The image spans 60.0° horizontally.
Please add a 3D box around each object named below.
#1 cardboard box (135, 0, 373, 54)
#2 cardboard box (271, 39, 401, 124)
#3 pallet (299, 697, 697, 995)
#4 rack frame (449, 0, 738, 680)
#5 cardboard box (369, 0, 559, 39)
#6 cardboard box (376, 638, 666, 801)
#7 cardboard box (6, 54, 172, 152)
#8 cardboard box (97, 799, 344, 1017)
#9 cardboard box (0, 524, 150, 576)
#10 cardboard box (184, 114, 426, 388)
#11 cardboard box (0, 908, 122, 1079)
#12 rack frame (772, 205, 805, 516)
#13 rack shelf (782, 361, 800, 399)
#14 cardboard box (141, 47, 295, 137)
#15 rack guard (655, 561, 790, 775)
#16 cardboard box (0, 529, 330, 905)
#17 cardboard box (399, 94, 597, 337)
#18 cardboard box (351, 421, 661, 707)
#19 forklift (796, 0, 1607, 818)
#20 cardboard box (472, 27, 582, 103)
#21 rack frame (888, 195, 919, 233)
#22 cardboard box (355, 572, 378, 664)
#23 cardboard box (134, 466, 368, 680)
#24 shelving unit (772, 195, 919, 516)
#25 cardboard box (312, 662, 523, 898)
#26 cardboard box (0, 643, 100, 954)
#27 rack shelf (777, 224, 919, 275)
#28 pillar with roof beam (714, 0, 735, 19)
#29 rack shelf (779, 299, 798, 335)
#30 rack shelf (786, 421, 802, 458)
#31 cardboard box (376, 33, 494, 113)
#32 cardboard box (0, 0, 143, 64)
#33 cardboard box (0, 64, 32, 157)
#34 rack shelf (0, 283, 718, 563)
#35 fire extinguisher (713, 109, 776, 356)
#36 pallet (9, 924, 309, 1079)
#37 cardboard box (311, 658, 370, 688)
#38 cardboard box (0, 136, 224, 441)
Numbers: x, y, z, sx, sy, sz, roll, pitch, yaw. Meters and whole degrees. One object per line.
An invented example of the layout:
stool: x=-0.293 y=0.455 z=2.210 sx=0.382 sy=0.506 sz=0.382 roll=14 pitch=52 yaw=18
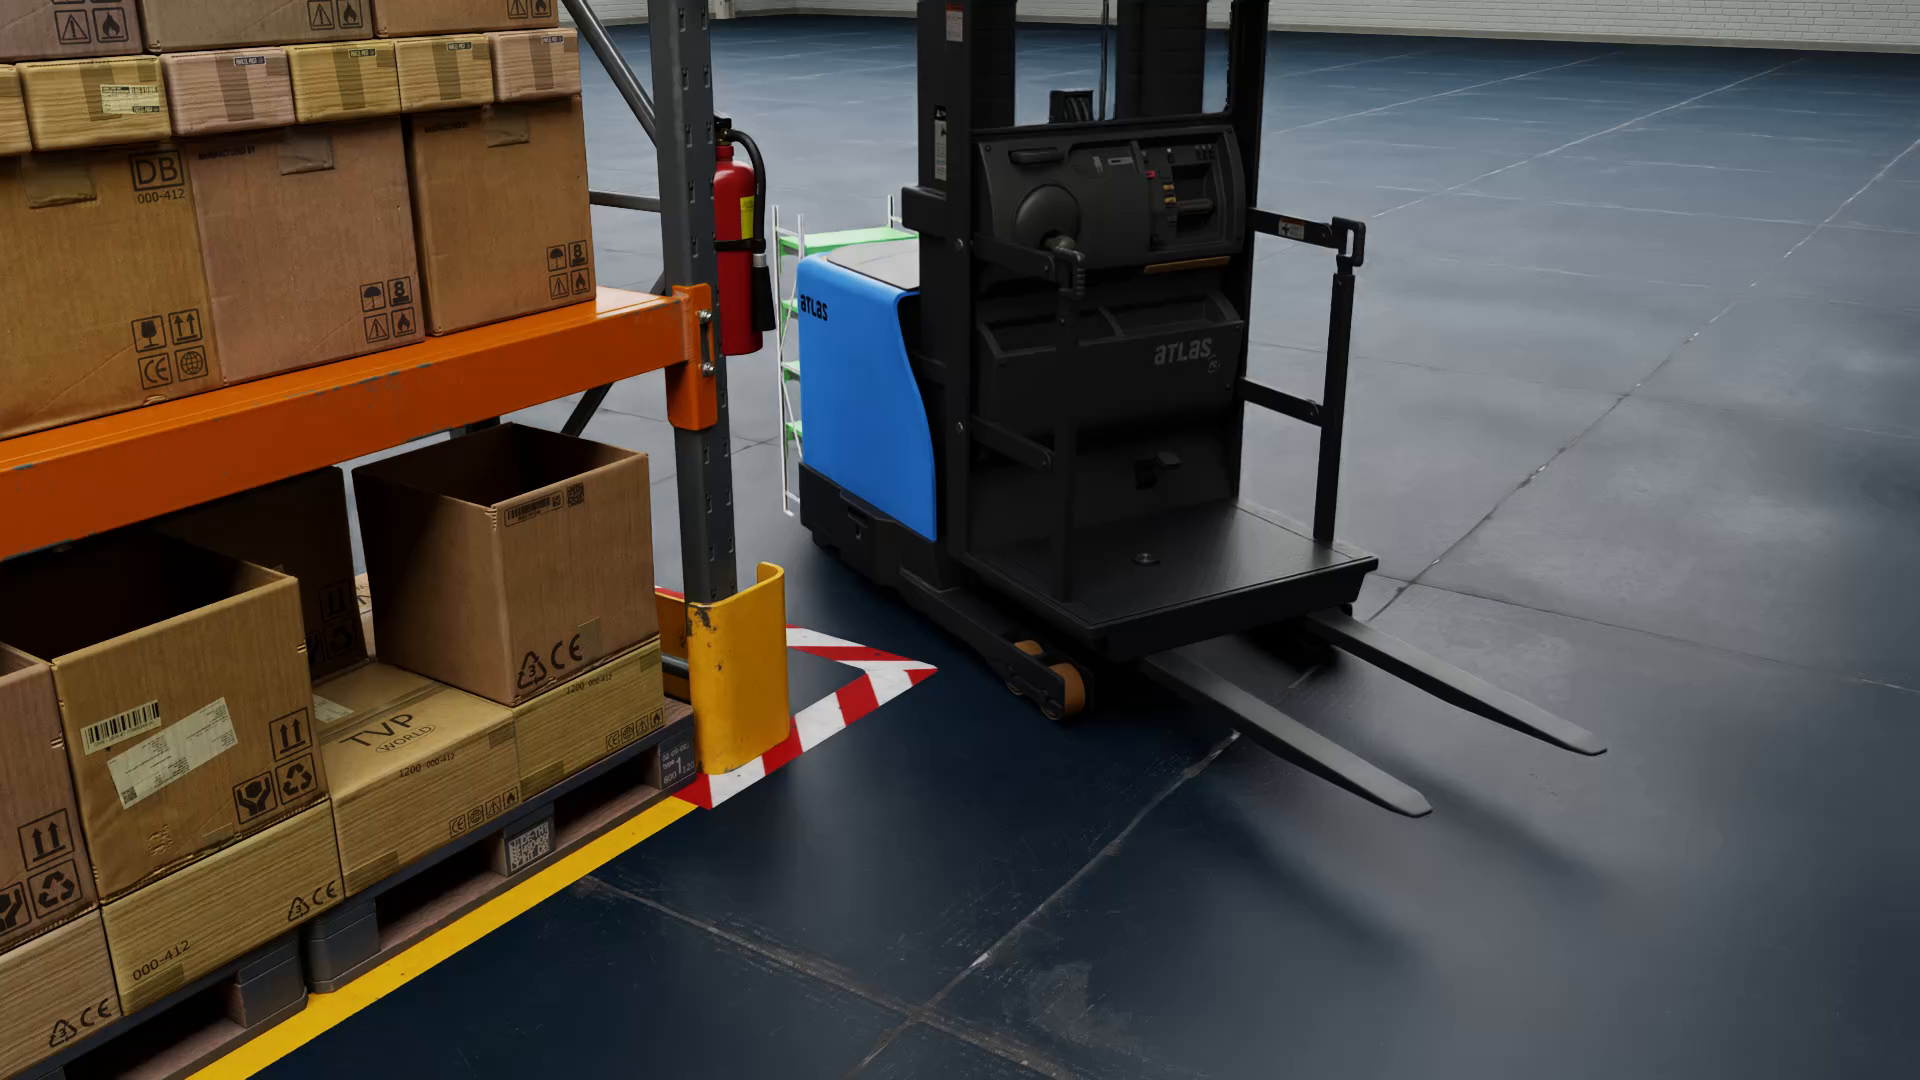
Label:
cardboard box: x=-1.648 y=-1.270 z=3.362 sx=0.700 sy=0.500 sz=0.500 roll=13 pitch=24 yaw=30
cardboard box: x=-1.401 y=-0.969 z=3.482 sx=0.380 sy=0.149 sz=0.250 roll=13 pitch=24 yaw=31
pallet: x=-1.449 y=0.622 z=4.280 sx=1.003 sy=0.211 sz=1.213 roll=13 pitch=24 yaw=32
rack frame: x=-1.054 y=-0.914 z=4.411 sx=1.000 sy=3.000 sz=0.127 roll=13 pitch=24 yaw=32
cardboard box: x=-1.357 y=-1.422 z=3.772 sx=0.700 sy=0.500 sz=0.500 roll=13 pitch=24 yaw=32
cardboard box: x=-1.111 y=0.390 z=4.244 sx=0.500 sy=0.250 sz=0.500 roll=13 pitch=24 yaw=32
cardboard box: x=-1.691 y=-0.822 z=3.085 sx=0.380 sy=0.149 sz=0.250 roll=14 pitch=25 yaw=33
cardboard box: x=-1.662 y=0.680 z=3.461 sx=0.500 sy=0.250 sz=0.500 roll=13 pitch=24 yaw=32
cardboard box: x=-2.089 y=0.228 z=3.603 sx=0.500 sy=0.500 sz=0.500 roll=13 pitch=24 yaw=32
cardboard box: x=-1.618 y=-0.678 z=3.629 sx=0.700 sy=0.500 sz=0.500 roll=14 pitch=24 yaw=33
cardboard box: x=-1.944 y=0.823 z=3.074 sx=0.500 sy=0.250 sz=0.500 roll=13 pitch=24 yaw=32
rack frame: x=-0.628 y=-0.640 z=6.265 sx=0.015 sy=1.200 sz=0.240 roll=-12 pitch=23 yaw=-29
rack shelf: x=-0.419 y=-0.623 z=6.405 sx=0.480 sy=0.148 sz=0.258 roll=-12 pitch=23 yaw=-29
cardboard box: x=-1.544 y=-0.897 z=3.288 sx=0.380 sy=0.149 sz=0.250 roll=14 pitch=24 yaw=33
rack guard: x=-1.041 y=0.252 z=4.864 sx=1.175 sy=0.500 sz=0.348 roll=13 pitch=24 yaw=32
cardboard box: x=-1.659 y=0.329 z=3.329 sx=0.500 sy=0.500 sz=0.500 roll=13 pitch=24 yaw=32
cardboard box: x=-1.327 y=-0.829 z=4.039 sx=0.700 sy=0.500 sz=0.500 roll=13 pitch=24 yaw=32
cardboard box: x=-1.109 y=0.039 z=4.113 sx=0.500 sy=0.500 sz=0.500 roll=13 pitch=24 yaw=32
forklift: x=0.582 y=-1.032 z=4.829 sx=1.130 sy=2.935 sz=3.031 roll=-12 pitch=23 yaw=-28
cardboard box: x=-1.111 y=-1.118 z=3.885 sx=0.380 sy=0.149 sz=0.250 roll=13 pitch=24 yaw=31
rack frame: x=-0.210 y=-0.727 z=6.500 sx=0.015 sy=1.200 sz=0.240 roll=-12 pitch=23 yaw=-29
cardboard box: x=-1.540 y=0.289 z=4.517 sx=0.500 sy=0.250 sz=0.500 roll=13 pitch=24 yaw=32
cardboard box: x=-1.819 y=0.082 z=3.998 sx=0.500 sy=0.500 sz=0.500 roll=13 pitch=24 yaw=32
shelving unit: x=-0.419 y=-0.683 z=6.382 sx=0.503 sy=1.200 sz=0.258 roll=-12 pitch=23 yaw=-29
cardboard box: x=-1.382 y=0.536 z=3.850 sx=0.500 sy=0.250 sz=0.500 roll=13 pitch=24 yaw=32
cardboard box: x=-1.942 y=0.472 z=2.942 sx=0.500 sy=0.500 sz=0.500 roll=13 pitch=24 yaw=32
rack shelf: x=-0.419 y=-1.073 z=6.238 sx=0.480 sy=0.148 sz=0.258 roll=-12 pitch=23 yaw=-29
pillar with roof beam: x=-2.260 y=-16.304 z=37.371 sx=9.100 sy=9.000 sz=0.400 roll=13 pitch=24 yaw=32
rack shelf: x=-0.419 y=-0.848 z=6.321 sx=0.480 sy=0.148 sz=0.258 roll=-12 pitch=23 yaw=-29
rack shelf: x=-0.419 y=-0.398 z=6.488 sx=0.480 sy=0.148 sz=0.258 roll=-12 pitch=23 yaw=-29
cardboard box: x=-1.257 y=-1.043 z=3.681 sx=0.380 sy=0.149 sz=0.250 roll=14 pitch=24 yaw=33
cardboard box: x=-1.931 y=-1.126 z=2.970 sx=0.700 sy=0.500 sz=0.500 roll=13 pitch=24 yaw=32
cardboard box: x=-1.838 y=-0.746 z=2.879 sx=0.380 sy=0.149 sz=0.250 roll=14 pitch=25 yaw=33
rack shelf: x=-2.178 y=-0.002 z=2.985 sx=1.077 sy=0.370 sz=4.000 roll=13 pitch=24 yaw=32
fire extinguisher: x=-0.603 y=-0.821 z=4.272 sx=0.296 sy=0.674 sz=0.183 roll=13 pitch=24 yaw=32
pallet: x=-2.136 y=0.970 z=3.337 sx=1.003 sy=0.211 sz=1.213 roll=13 pitch=24 yaw=32
cardboard box: x=-1.818 y=0.434 z=4.127 sx=0.500 sy=0.250 sz=0.500 roll=13 pitch=24 yaw=32
cardboard box: x=-1.902 y=-0.536 z=3.247 sx=0.700 sy=0.500 sz=0.500 roll=13 pitch=24 yaw=32
